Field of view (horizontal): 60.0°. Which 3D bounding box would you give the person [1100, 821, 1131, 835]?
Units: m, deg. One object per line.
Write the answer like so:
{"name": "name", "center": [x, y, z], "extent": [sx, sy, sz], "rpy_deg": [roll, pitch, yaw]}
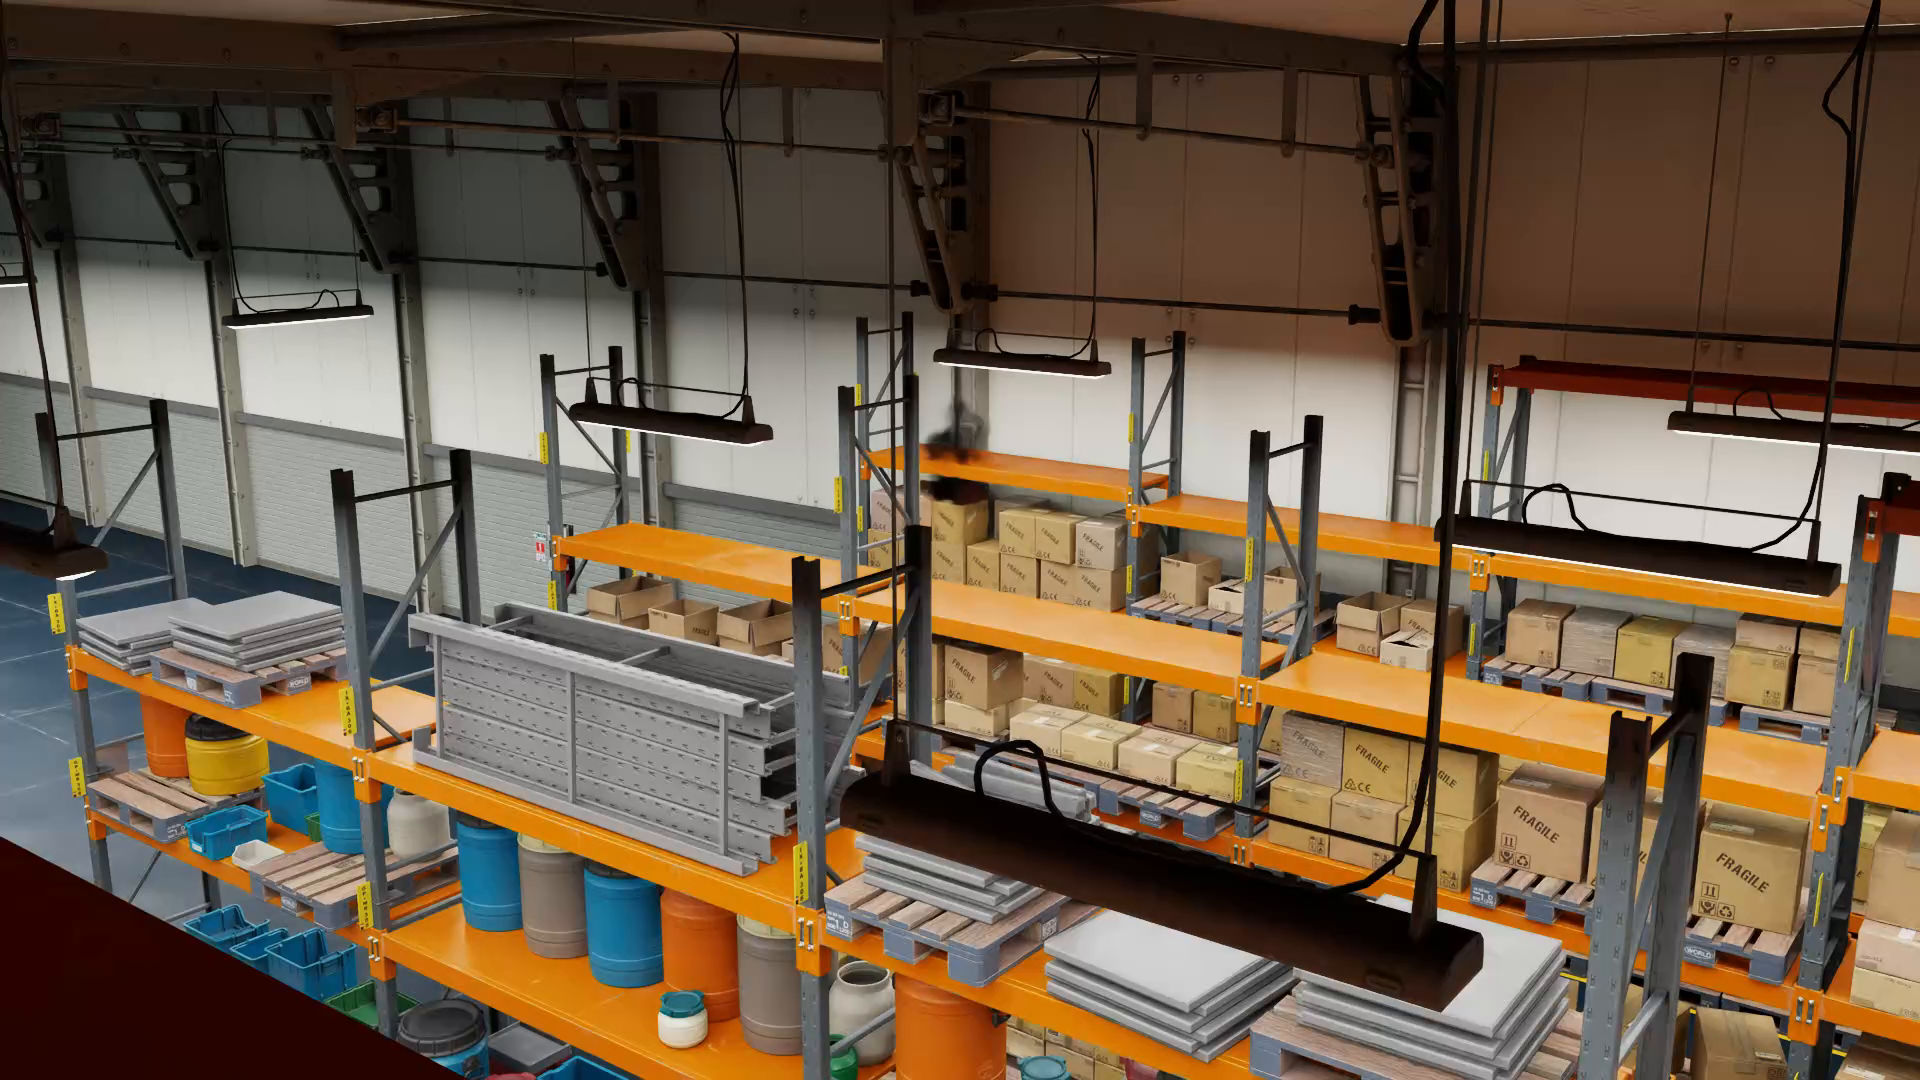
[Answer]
{"name": "person", "center": [1.488, 3.327, 17.059], "extent": [0.564, 1.727, 0.635], "rpy_deg": [8, 15, 30]}
